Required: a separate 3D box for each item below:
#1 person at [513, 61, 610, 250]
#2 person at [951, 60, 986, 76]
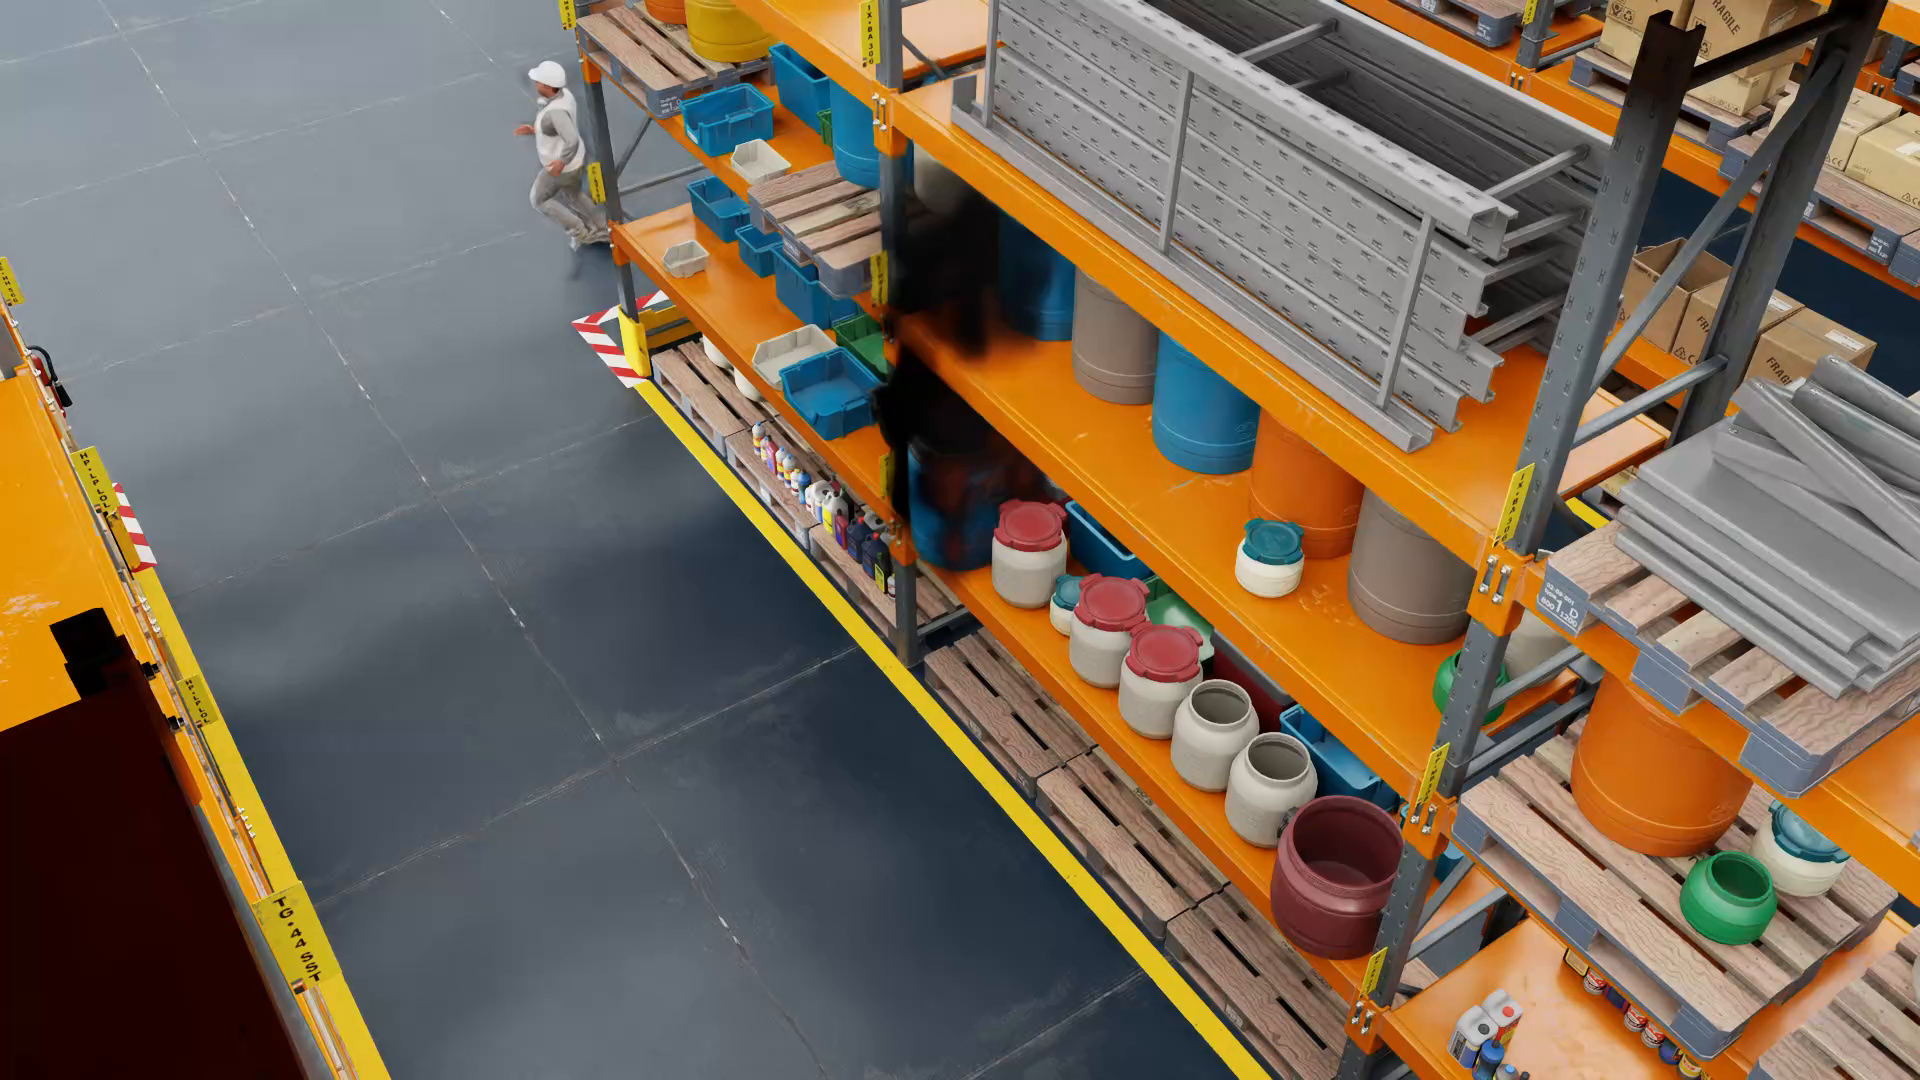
[{"bbox_3d":[-3.382,-3.180,13.921,0.683,1.744,0.662,2,43,2],"label":"person"},{"bbox_3d":[0.099,-4.939,15.896,0.721,1.768,0.679,-1,43,-1],"label":"person"}]
